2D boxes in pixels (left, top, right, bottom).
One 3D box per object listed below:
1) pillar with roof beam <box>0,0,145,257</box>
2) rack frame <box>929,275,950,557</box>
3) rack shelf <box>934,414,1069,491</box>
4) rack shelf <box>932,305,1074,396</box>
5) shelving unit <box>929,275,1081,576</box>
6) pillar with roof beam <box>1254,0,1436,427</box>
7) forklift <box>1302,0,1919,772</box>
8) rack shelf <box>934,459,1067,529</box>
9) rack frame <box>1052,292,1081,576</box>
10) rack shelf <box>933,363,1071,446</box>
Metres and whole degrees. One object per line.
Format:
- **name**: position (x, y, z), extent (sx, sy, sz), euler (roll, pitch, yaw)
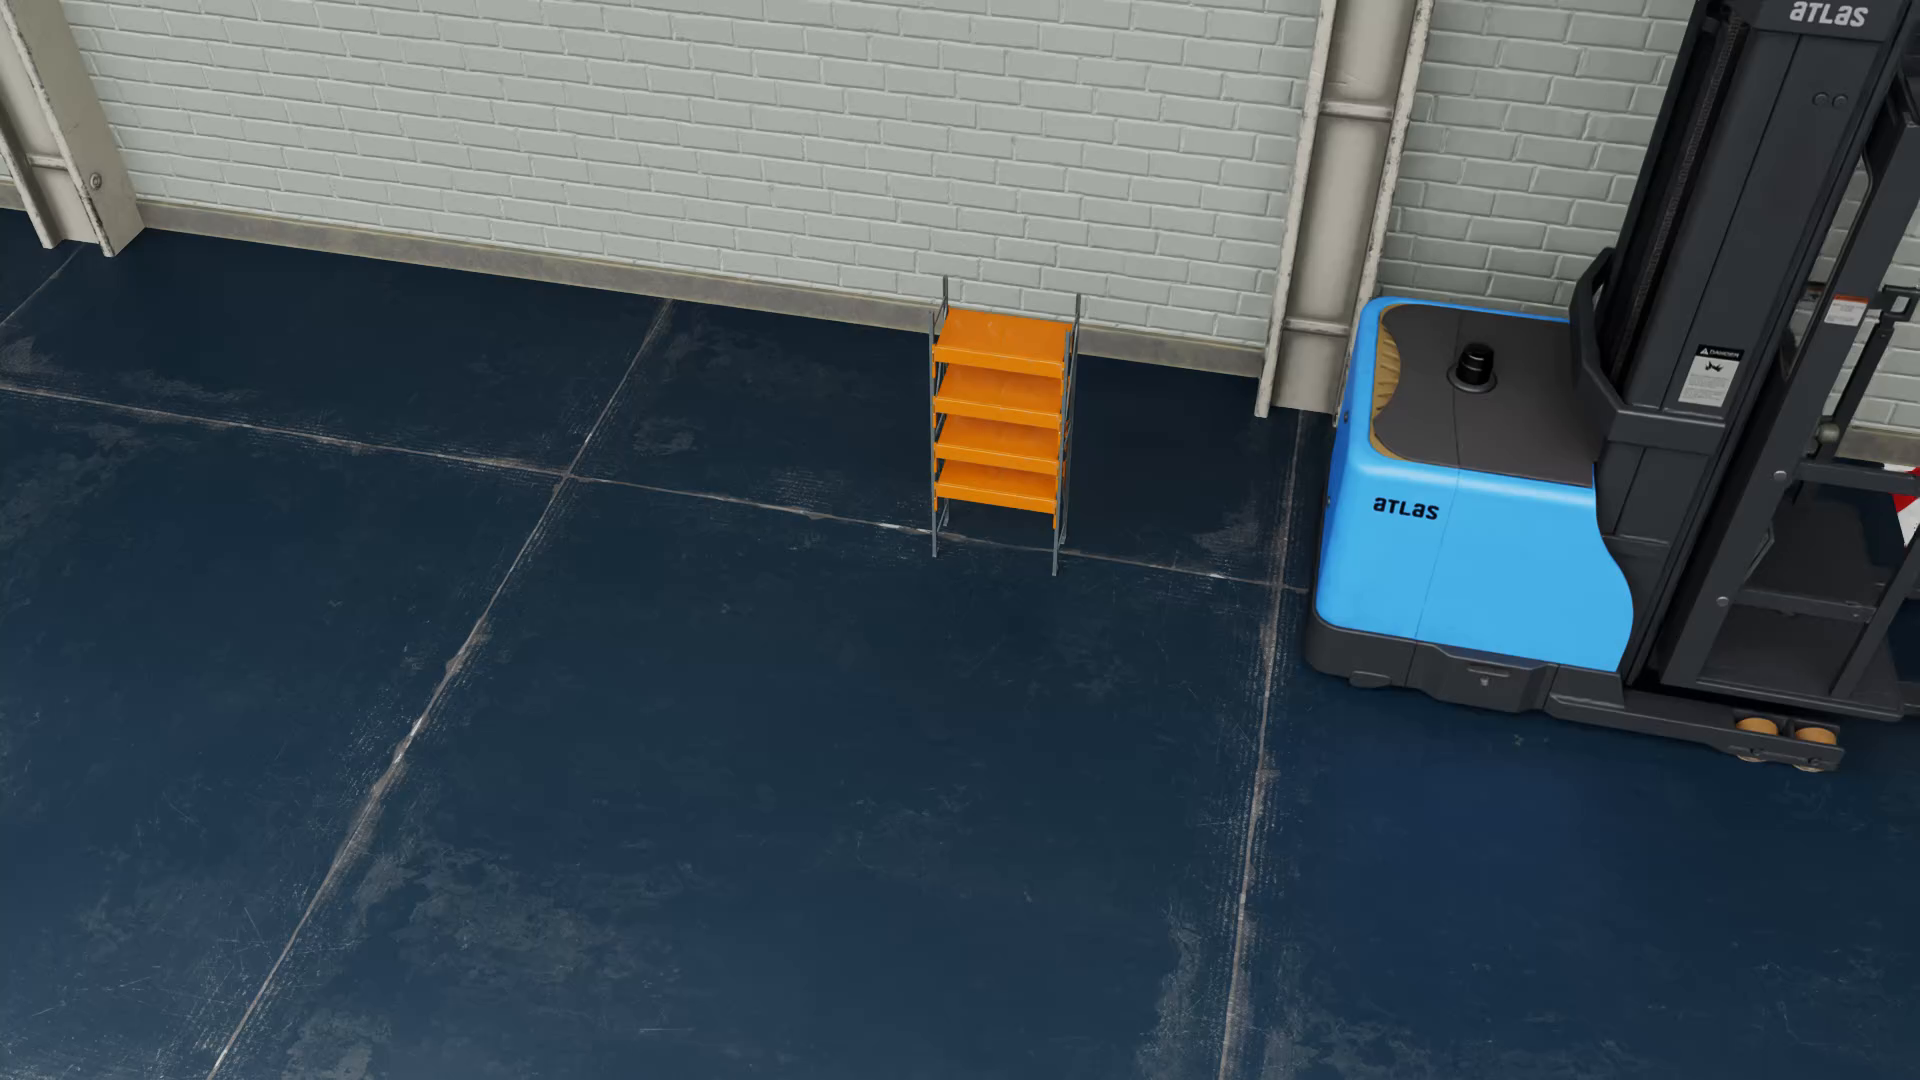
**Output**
- **pillar with roof beam**: position (-5.273, -1.858, 2.191), extent (0.400, 9.000, 9.100), euler (9, 45, 9)
- **rack frame**: position (-0.077, -0.444, 6.346), extent (0.015, 1.200, 0.240), euler (9, 45, 9)
- **rack shelf**: position (0.162, -0.359, 6.355), extent (0.480, 0.148, 0.258), euler (9, 45, 9)
- **rack shelf**: position (0.162, -0.690, 6.035), extent (0.480, 0.148, 0.258), euler (9, 45, 9)
- **shelving unit**: position (0.162, -0.407, 6.308), extent (0.503, 1.200, 0.258), euler (9, 45, 9)
- **pillar with roof beam**: position (0.582, -0.949, 1.247), extent (0.400, 9.000, 9.100), euler (9, 45, 9)
- **forklift**: position (2.852, -0.642, 5.303), extent (3.031, 2.935, 1.130), euler (9, 45, 9)
- **rack shelf**: position (0.162, -0.216, 6.492), extent (0.480, 0.148, 0.258), euler (9, 45, 9)
- **rack frame**: position (0.400, -0.370, 6.269), extent (0.015, 1.200, 0.240), euler (9, 45, 9)
- **rack shelf**: position (0.162, -0.520, 6.199), extent (0.480, 0.148, 0.258), euler (9, 45, 9)
